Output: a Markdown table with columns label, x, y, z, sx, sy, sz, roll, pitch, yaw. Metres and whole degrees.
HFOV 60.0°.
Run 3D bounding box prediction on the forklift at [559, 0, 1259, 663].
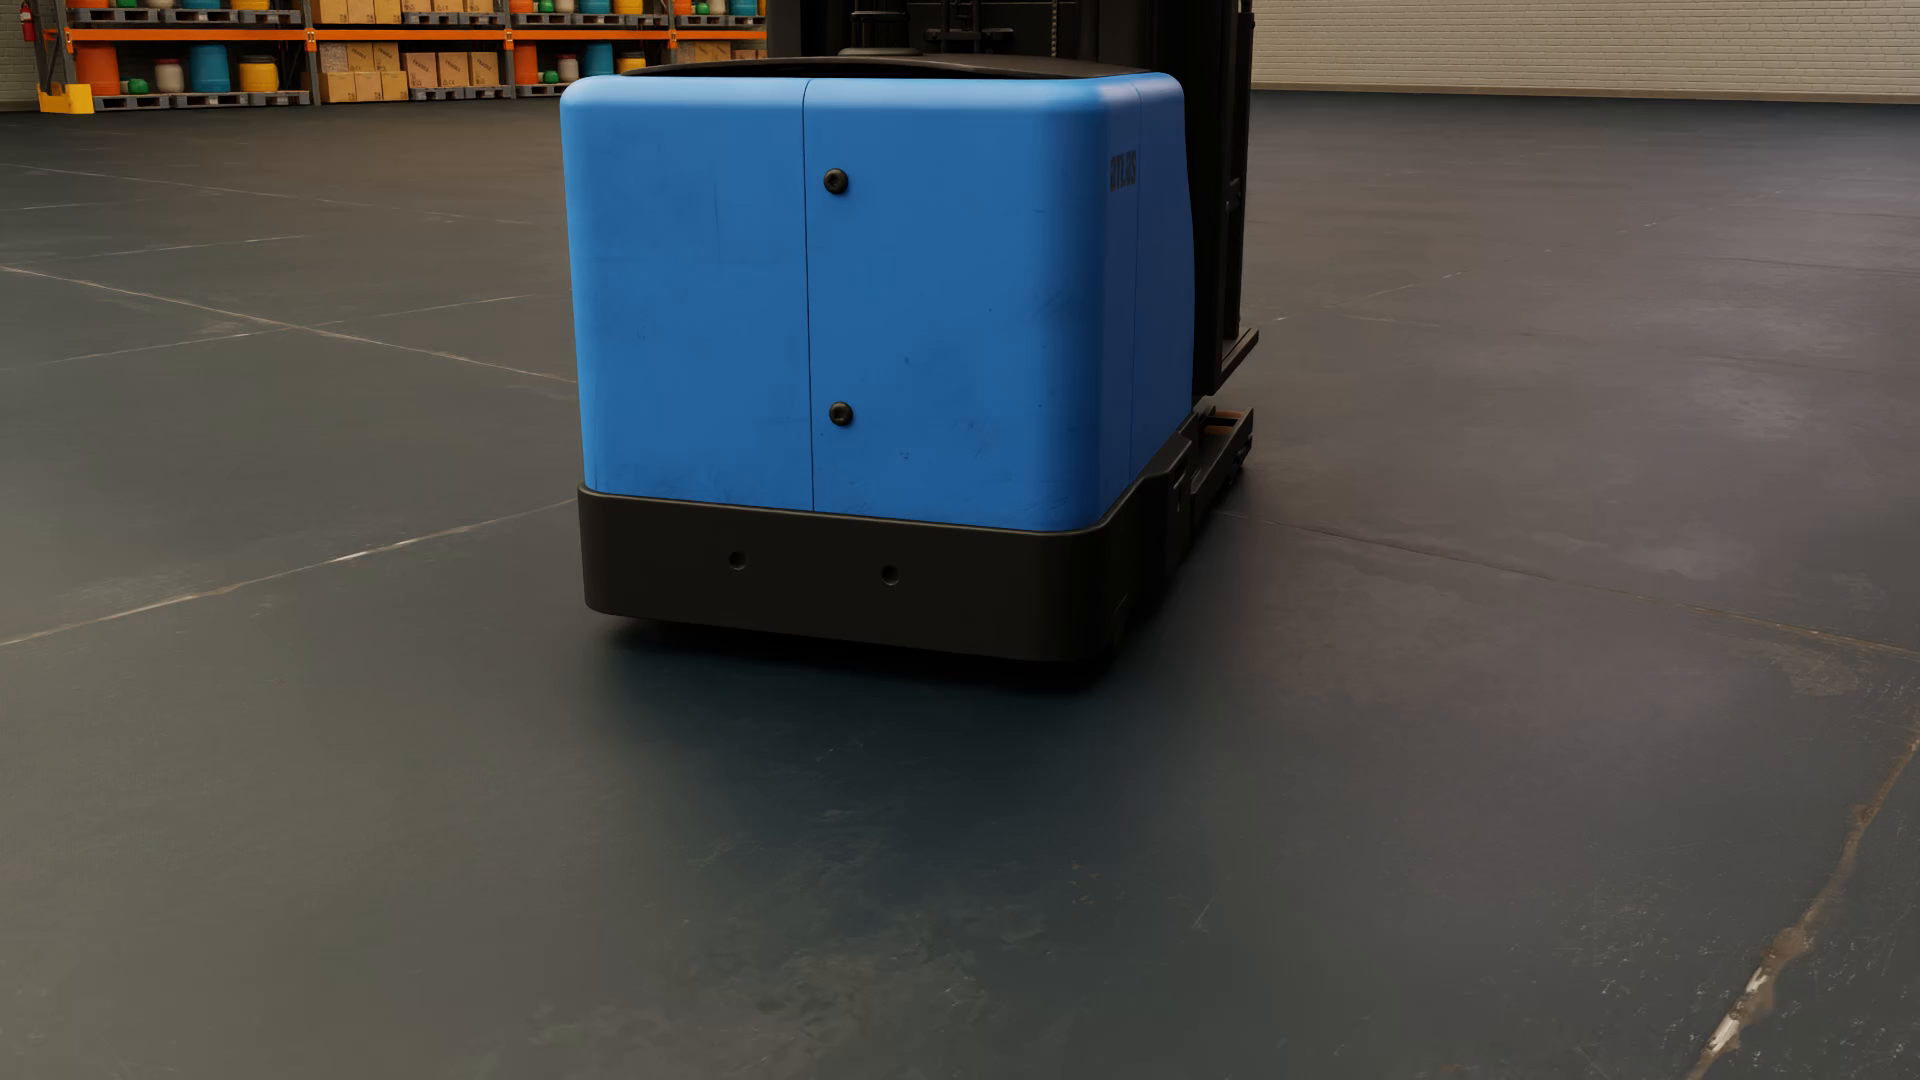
| label | x | y | z | sx | sy | sz | roll | pitch | yaw |
| --- | --- | --- | --- | --- | --- | --- | --- | --- | --- |
| forklift | 0.182 | -1.571 | 4.072 | 1.130 | 2.935 | 3.031 | 5 | 18 | 17 |
